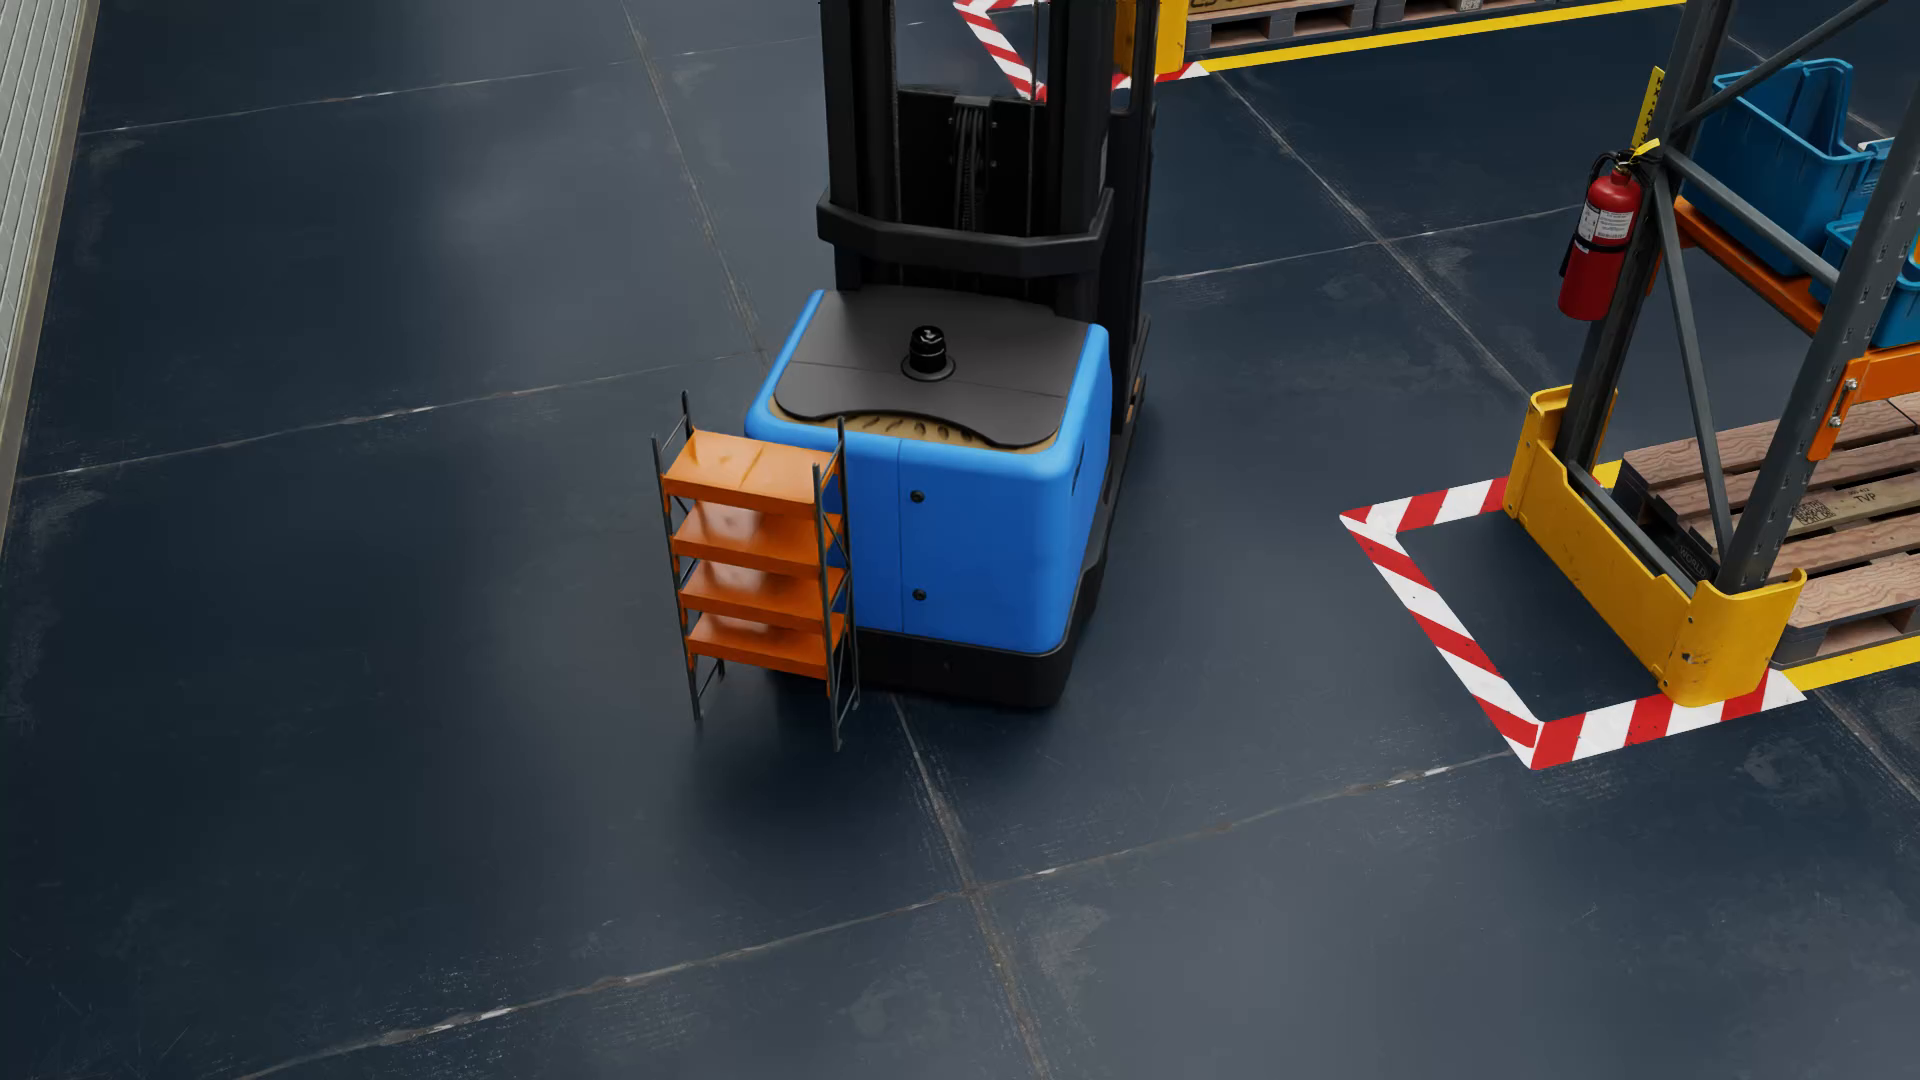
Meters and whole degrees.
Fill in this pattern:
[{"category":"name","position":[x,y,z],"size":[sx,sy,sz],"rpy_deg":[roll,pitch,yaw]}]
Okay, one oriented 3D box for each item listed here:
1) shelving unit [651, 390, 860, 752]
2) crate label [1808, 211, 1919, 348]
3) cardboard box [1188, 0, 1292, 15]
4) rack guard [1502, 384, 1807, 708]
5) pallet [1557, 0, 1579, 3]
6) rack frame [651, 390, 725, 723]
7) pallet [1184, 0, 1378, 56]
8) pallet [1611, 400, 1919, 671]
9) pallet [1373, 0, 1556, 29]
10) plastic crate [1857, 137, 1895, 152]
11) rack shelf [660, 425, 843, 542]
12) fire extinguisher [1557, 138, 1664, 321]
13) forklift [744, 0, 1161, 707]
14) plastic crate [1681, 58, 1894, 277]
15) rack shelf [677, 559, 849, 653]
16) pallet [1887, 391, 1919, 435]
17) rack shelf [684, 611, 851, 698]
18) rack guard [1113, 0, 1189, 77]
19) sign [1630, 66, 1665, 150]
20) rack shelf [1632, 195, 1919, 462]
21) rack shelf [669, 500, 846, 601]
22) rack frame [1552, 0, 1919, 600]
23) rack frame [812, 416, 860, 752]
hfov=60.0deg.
[{"category":"shelving unit","position":[-0.611,0.125,5.195],"size":[0.503,1.200,0.258],"rpy_deg":[10,42,12]},{"category":"crate label","position":[2.762,-0.769,4.932],"size":[0.303,0.233,0.416],"rpy_deg":[-12,42,-13]},{"category":"cardboard box","position":[1.527,-3.610,9.398],"size":[0.875,0.875,0.875],"rpy_deg":[-12,42,-13]},{"category":"rack guard","position":[2.409,-0.013,5.885],"size":[0.348,0.500,1.175],"rpy_deg":[-12,42,-13]},{"category":"pallet","position":[4.007,-3.714,10.341],"size":[1.213,0.211,1.003],"rpy_deg":[-12,42,-13]},{"category":"rack frame","position":[-0.847,0.082,5.243],"size":[0.015,1.200,0.240],"rpy_deg":[10,42,12]},{"category":"pallet","position":[1.679,-3.232,9.789],"size":[1.213,0.211,1.003],"rpy_deg":[-12,42,-13]},{"category":"pallet","position":[3.226,-0.056,6.153],"size":[1.213,0.211,1.003],"rpy_deg":[-12,42,-13]},{"category":"pallet","position":[2.841,-3.471,10.062],"size":[1.213,0.211,1.003],"rpy_deg":[-12,42,-13]},{"category":"plastic crate","position":[3.151,-1.165,5.459],"size":[0.243,0.136,0.396],"rpy_deg":[-12,42,-13]},{"category":"rack shelf","position":[-0.611,-0.171,4.936],"size":[0.480,0.148,0.258],"rpy_deg":[10,42,12]},{"category":"fire extinguisher","position":[2.148,-1.053,5.517],"size":[0.183,0.674,0.296],"rpy_deg":[-12,42,-13]},{"category":"forklift","position":[0.145,-1.529,5.772],"size":[1.130,2.935,3.031],"rpy_deg":[8,42,9]},{"category":"plastic crate","position":[2.691,-1.186,5.255],"size":[0.499,0.435,0.616],"rpy_deg":[-12,42,-13]},{"category":"rack shelf","position":[-0.611,0.176,5.239],"size":[0.480,0.148,0.258],"rpy_deg":[10,42,12]},{"category":"pallet","position":[4.388,-0.294,6.426],"size":[1.213,0.211,1.003],"rpy_deg":[-12,42,-13]},{"category":"rack shelf","position":[-0.611,0.325,5.370],"size":[0.480,0.148,0.258],"rpy_deg":[10,42,12]},{"category":"rack guard","position":[0.917,-3.129,9.452],"size":[0.348,0.500,1.175],"rpy_deg":[-12,42,-13]},{"category":"sign","position":[2.247,-1.370,5.415],"size":[0.005,0.325,0.100],"rpy_deg":[-12,42,-13]},{"category":"rack shelf","position":[4.336,-1.091,5.766],"size":[4.000,0.370,1.077],"rpy_deg":[-12,42,-13]},{"category":"rack shelf","position":[-0.611,0.007,5.092],"size":[0.480,0.148,0.258],"rpy_deg":[10,42,12]},{"category":"rack frame","position":[2.428,-0.967,5.077],"size":[0.127,3.000,1.000],"rpy_deg":[-12,42,-13]},{"category":"rack frame","position":[-0.376,0.168,5.146],"size":[0.015,1.200,0.240],"rpy_deg":[10,42,12]}]
